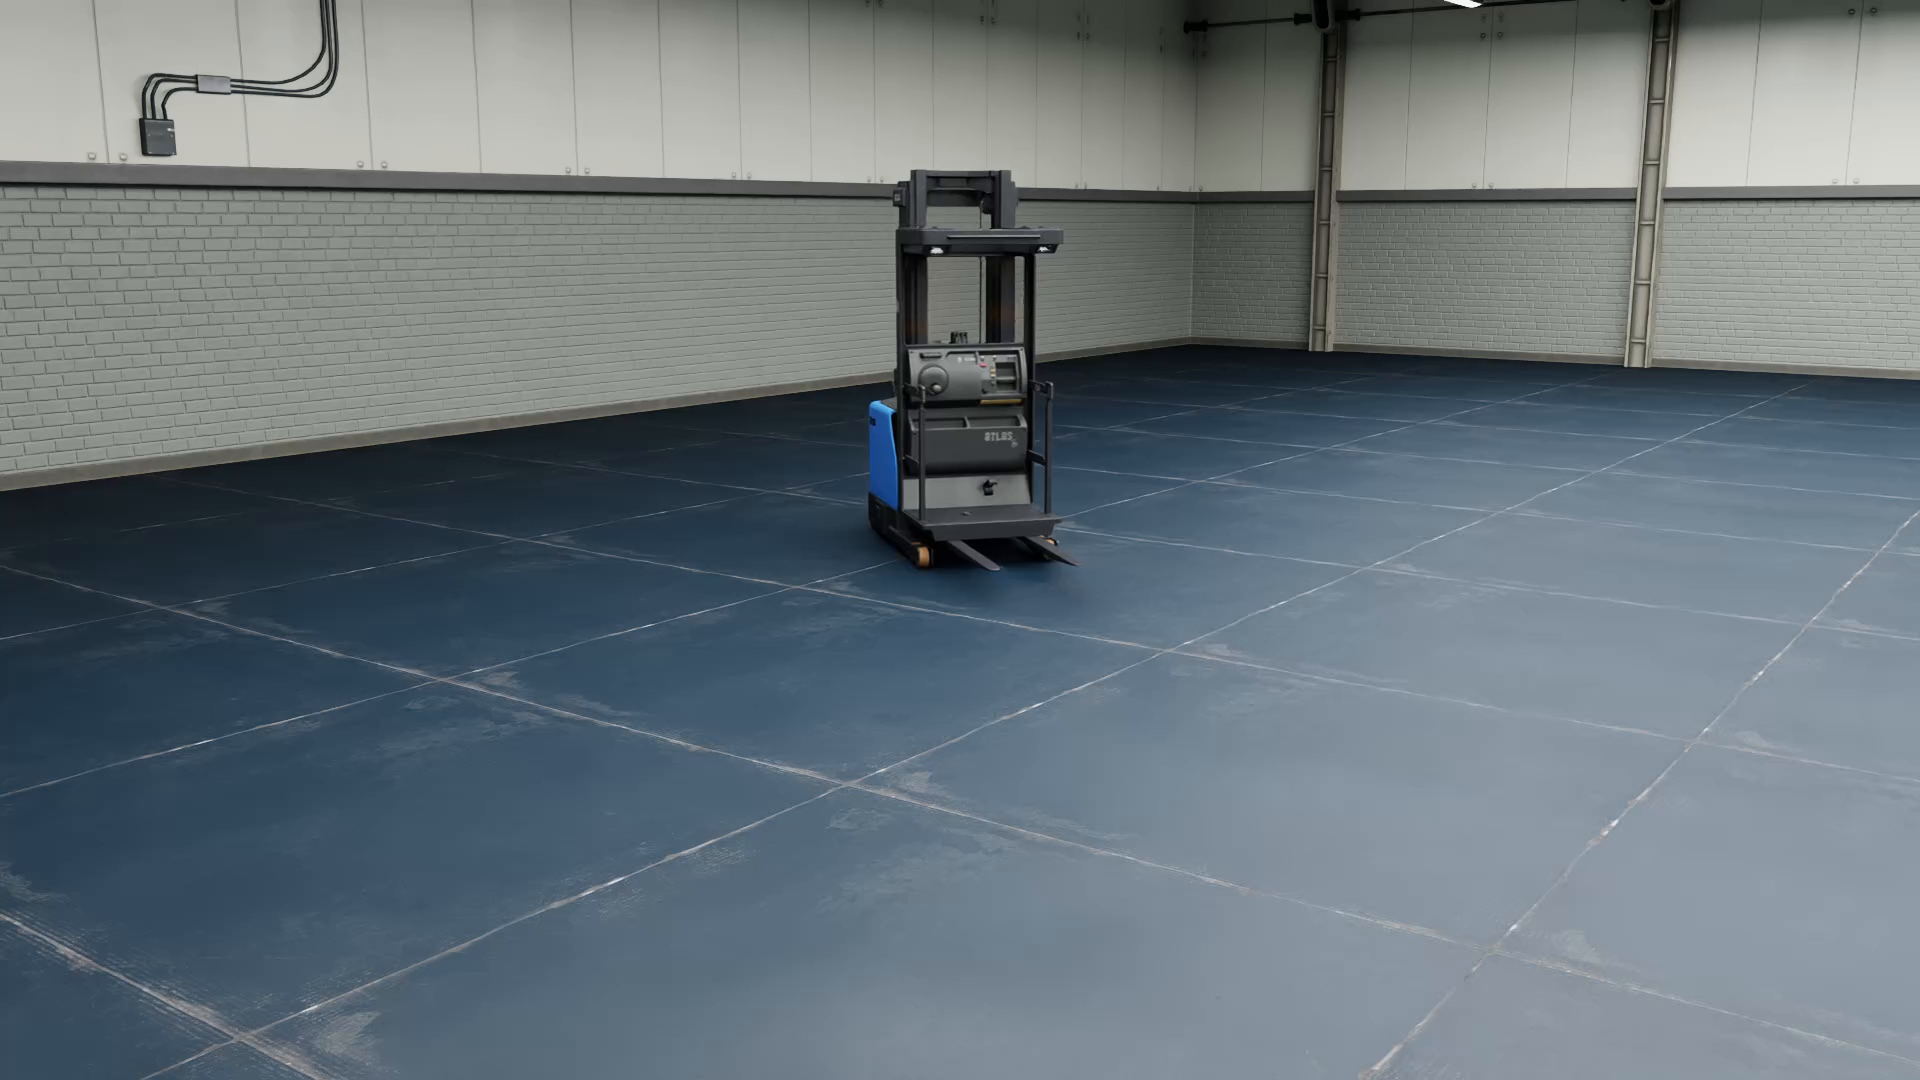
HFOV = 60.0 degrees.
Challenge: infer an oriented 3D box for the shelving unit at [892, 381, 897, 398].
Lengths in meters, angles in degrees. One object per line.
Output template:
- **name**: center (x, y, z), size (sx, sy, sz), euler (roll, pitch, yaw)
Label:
- **shelving unit**: center (-0.306, -0.771, 14.340), size (0.503, 1.200, 0.258), euler (-3, 10, -16)

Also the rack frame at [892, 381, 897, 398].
- **rack frame**: center (-0.541, -0.758, 14.273), size (0.015, 1.200, 0.240), euler (-3, 10, -16)

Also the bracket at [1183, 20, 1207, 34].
- **bracket**: center (4.675, -10.180, 32.982), size (0.430, 0.232, 0.235), euler (8, 13, 36)

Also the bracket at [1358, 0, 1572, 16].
- **bracket**: center (9.331, -9.531, 29.625), size (4.783, 0.066, 0.076), euler (8, 13, 36)

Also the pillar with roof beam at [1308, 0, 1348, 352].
- **pillar with roof beam**: center (4.582, -7.495, 28.580), size (0.548, 9.000, 9.100), euler (8, 13, 36)

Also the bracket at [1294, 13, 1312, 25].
- **bracket**: center (6.585, -9.914, 31.605), size (0.430, 0.232, 0.235), euler (8, 13, 36)

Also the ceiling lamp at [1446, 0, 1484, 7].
- **ceiling lamp**: center (7.308, -9.826, 25.261), size (0.800, 3.185, 2.000), euler (8, 13, 36)

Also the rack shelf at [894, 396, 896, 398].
- **rack shelf**: center (-0.309, -1.159, 14.275), size (0.480, 0.148, 0.258), euler (-3, 10, -16)

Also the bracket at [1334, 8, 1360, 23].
- **bracket**: center (7.254, -9.820, 31.122), size (0.430, 0.232, 0.235), euler (8, 13, 36)

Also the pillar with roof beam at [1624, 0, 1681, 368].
- **pillar with roof beam**: center (9.418, -6.820, 25.093), size (0.548, 9.000, 9.100), euler (8, 13, 36)

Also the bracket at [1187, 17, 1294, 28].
- **bracket**: center (5.151, -10.114, 32.639), size (3.189, 0.066, 0.076), euler (8, 13, 36)

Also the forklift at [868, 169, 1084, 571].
- **forklift**: center (0.120, -1.310, 12.582), size (1.130, 2.935, 3.031), euler (-3, 11, -16)

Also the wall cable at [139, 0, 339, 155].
- **wall cable**: center (-7.475, -6.987, 16.998), size (0.169, 6.003, 2.305), euler (8, 13, 36)
